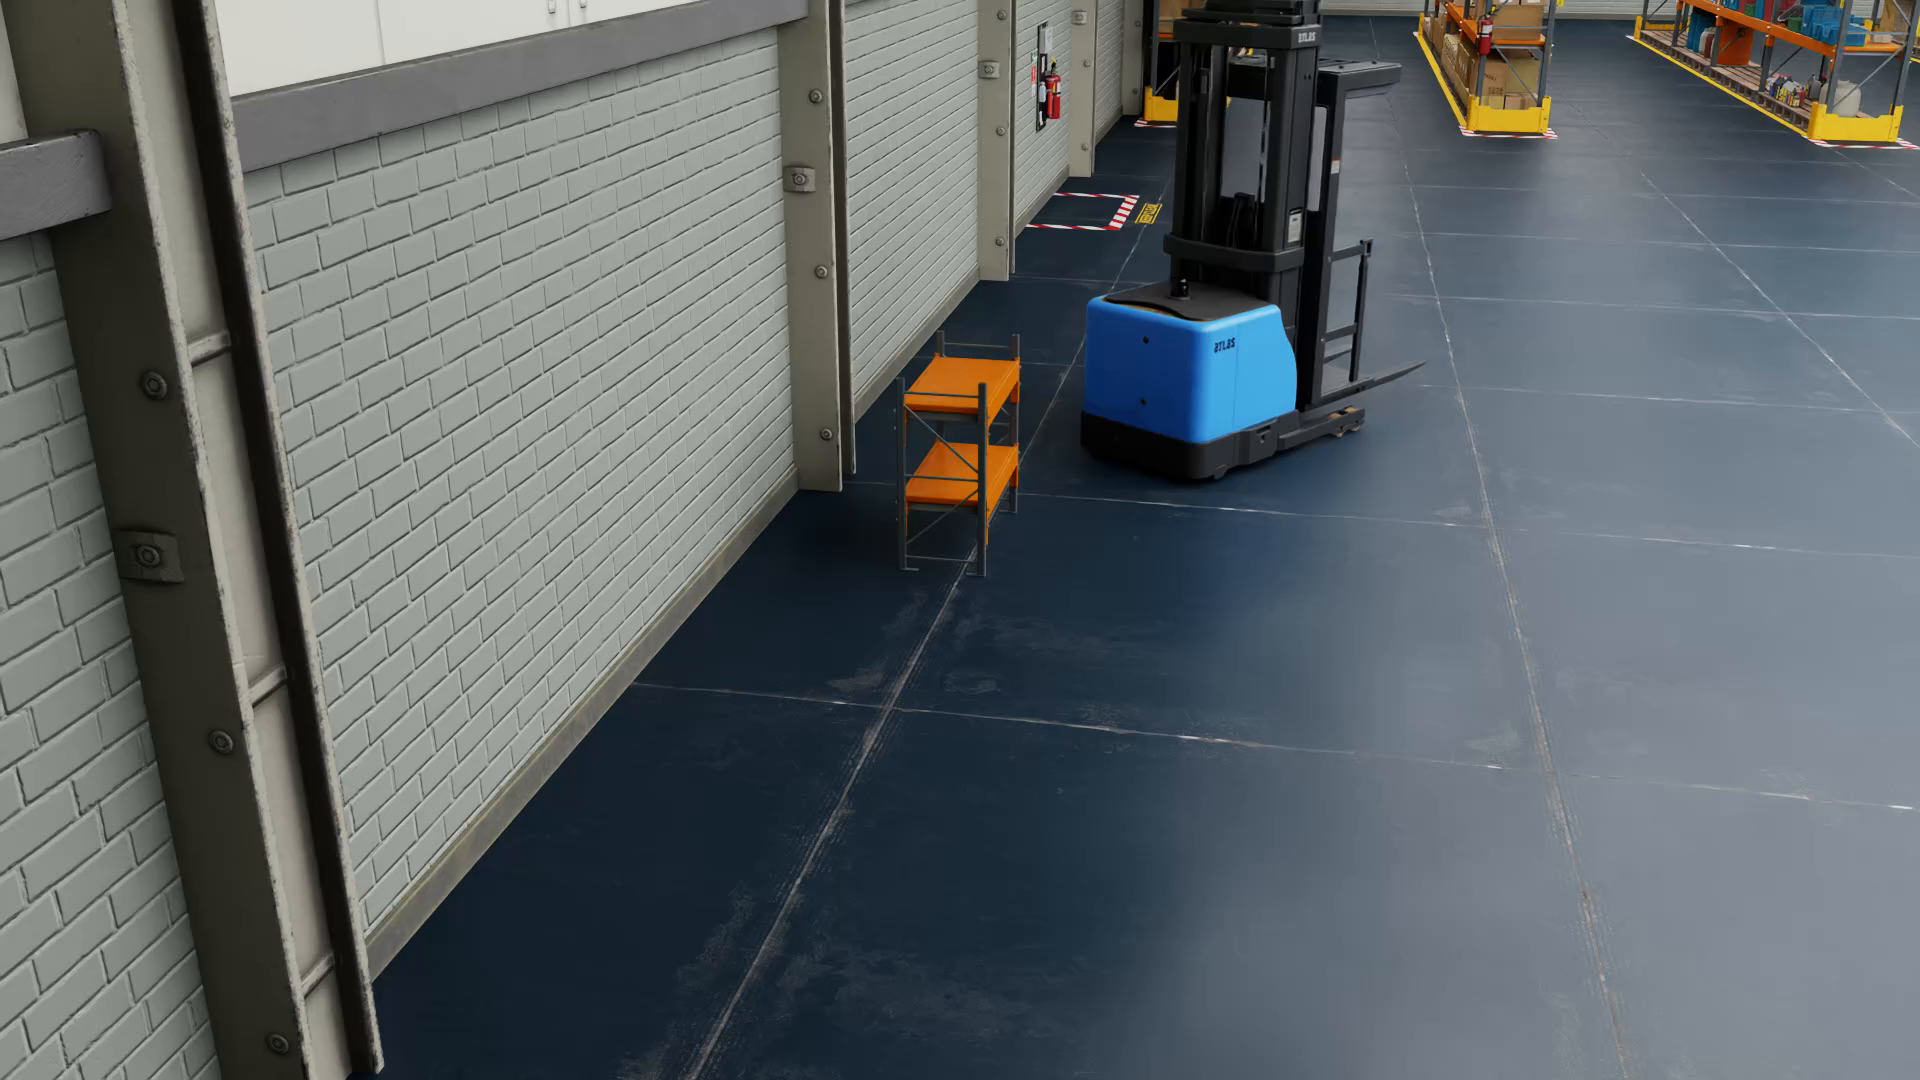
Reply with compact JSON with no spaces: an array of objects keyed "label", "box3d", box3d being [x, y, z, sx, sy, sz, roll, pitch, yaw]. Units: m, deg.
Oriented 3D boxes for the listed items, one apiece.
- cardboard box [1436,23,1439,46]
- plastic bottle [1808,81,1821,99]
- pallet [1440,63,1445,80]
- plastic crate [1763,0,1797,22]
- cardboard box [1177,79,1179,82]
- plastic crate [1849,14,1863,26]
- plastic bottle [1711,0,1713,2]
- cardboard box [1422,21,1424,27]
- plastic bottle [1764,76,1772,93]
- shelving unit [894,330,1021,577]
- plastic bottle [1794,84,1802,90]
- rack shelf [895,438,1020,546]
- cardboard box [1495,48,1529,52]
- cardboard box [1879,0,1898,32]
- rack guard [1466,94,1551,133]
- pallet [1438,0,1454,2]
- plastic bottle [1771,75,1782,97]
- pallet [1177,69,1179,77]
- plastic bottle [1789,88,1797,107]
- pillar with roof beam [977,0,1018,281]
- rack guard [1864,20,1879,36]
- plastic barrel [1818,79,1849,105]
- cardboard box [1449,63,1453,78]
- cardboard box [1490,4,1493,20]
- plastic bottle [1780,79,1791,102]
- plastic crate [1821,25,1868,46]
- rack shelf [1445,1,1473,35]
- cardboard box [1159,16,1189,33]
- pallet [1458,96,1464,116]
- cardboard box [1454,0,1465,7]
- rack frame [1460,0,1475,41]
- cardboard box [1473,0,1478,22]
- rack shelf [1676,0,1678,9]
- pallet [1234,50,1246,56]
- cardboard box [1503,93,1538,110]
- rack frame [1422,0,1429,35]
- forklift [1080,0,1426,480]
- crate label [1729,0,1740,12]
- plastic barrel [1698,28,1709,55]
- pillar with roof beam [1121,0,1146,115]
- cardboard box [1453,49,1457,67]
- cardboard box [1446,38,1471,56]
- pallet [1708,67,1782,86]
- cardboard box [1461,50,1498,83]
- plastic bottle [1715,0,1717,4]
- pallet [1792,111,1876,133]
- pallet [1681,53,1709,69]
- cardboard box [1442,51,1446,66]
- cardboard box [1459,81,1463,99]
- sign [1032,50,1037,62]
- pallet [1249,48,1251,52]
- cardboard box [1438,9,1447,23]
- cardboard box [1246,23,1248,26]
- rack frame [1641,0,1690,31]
[{"label":"cardboard box","box3d":[10.254,-10.565,34.829,0.500,0.500,0.500,5,22,12]},{"label":"plastic bottle","box3d":[13.976,-7.368,27.189,0.152,0.276,0.135,4,22,11]},{"label":"pallet","box3d":[9.776,-9.003,31.925,1.003,0.211,1.213,4,22,11]},{"label":"plastic crate","box3d":[13.814,-8.983,28.056,0.402,0.464,0.583,4,22,11]},{"label":"cardboard box","box3d":[3.845,-7.456,27.363,0.500,0.311,0.500,6,23,15]},{"label":"plastic crate","box3d":[14.055,-8.258,26.542,0.499,0.251,0.616,4,22,11]},{"label":"plastic bottle","box3d":[14.644,-10.536,32.264,0.097,0.201,0.097,0,22,0]},{"label":"cardboard box","box3d":[11.142,-12.192,39.314,0.380,0.166,0.250,4,22,11]},{"label":"plastic bottle","box3d":[13.520,-7.608,27.792,0.097,0.271,0.097,0,22,0]},{"label":"shelving unit","box3d":[0.001,-0.524,9.650,0.538,1.125,1.048,4,22,11]},{"label":"plastic bottle","box3d":[13.469,-7.203,26.780,0.152,0.276,0.135,4,22,11]},{"label":"rack shelf","box3d":[0.001,-0.297,9.741,0.538,0.278,1.000,4,22,11]},{"label":"cardboard box","box3d":[9.074,-7.847,27.438,0.500,0.500,0.500,4,22,11]},{"label":"cardboard box","box3d":[21.260,-11.733,37.252,0.875,0.875,0.875,4,22,11]},{"label":"rack guard","box3d":[8.345,-6.500,25.324,1.175,0.500,0.348,4,22,11]},{"label":"pallet","box3d":[10.052,-10.759,32.809,1.213,0.211,1.003,4,22,11]},{"label":"plastic bottle","box3d":[13.444,-7.464,27.329,0.144,0.351,0.185,5,22,12]},{"label":"pallet","box3d":[4.473,-8.499,30.674,1.003,0.211,1.213,4,22,11]},{"label":"plastic bottle","box3d":[13.150,-6.983,26.224,0.061,0.283,0.133,5,22,12]},{"label":"pillar with roof beam","box3d":[4.562,-6.433,13.780,9.100,9.000,0.400,4,22,11]},{"label":"rack guard","box3d":[21.317,-11.613,38.019,1.175,0.500,0.348,4,22,11]},{"label":"plastic barrel","box3d":[13.360,-6.760,25.392,0.421,0.512,0.421,0,22,0]},{"label":"cardboard box","box3d":[9.072,-8.409,29.837,0.500,0.250,0.500,4,22,10]},{"label":"cardboard box","box3d":[8.560,-8.077,25.760,0.700,0.500,0.500,5,22,12]},{"label":"plastic bottle","box3d":[13.318,-7.240,26.771,0.144,0.351,0.185,4,22,10]},{"label":"plastic crate","box3d":[13.008,-7.426,24.477,0.499,0.251,0.616,4,22,11]},{"label":"rack shelf","box3d":[9.574,-9.529,30.462,1.077,0.370,4.000,4,22,11]},{"label":"cardboard box","box3d":[3.405,-8.170,26.299,0.500,0.250,0.500,5,22,12]},{"label":"pallet","box3d":[8.716,-7.103,27.207,1.003,0.211,1.213,4,22,11]},{"label":"cardboard box","box3d":[9.610,-10.241,31.385,0.500,0.311,0.500,4,22,10]},{"label":"rack frame","box3d":[9.166,-9.131,28.512,1.000,3.000,0.127,4,22,11]},{"label":"cardboard box","box3d":[9.082,-9.015,28.089,0.700,0.500,0.500,4,22,10]},{"label":"rack shelf","box3d":[16.055,-12.076,36.786,1.077,0.370,4.000,4,22,11]},{"label":"pallet","box3d":[5.367,-9.960,34.301,1.003,0.211,1.213,4,22,11]},{"label":"cardboard box","box3d":[8.677,-6.767,25.759,0.500,0.250,0.500,4,22,11]},{"label":"rack frame","box3d":[11.615,-13.520,39.409,1.000,3.000,0.127,4,22,11]},{"label":"forklift","box3d":[2.222,-2.201,11.395,3.031,2.935,1.130,-20,29,-40]},{"label":"crate label","box3d":[14.363,-9.889,30.345,0.502,0.435,0.616,4,22,11]},{"label":"plastic barrel","box3d":[15.172,-10.063,33.592,0.421,0.512,0.421,0,22,0]},{"label":"pillar with roof beam","box3d":[7.010,-10.821,24.677,9.100,9.000,0.400,4,22,11]},{"label":"cardboard box","box3d":[8.968,-8.481,29.264,0.500,0.311,0.500,4,22,11]},{"label":"cardboard box","box3d":[9.383,-9.226,31.113,0.500,0.311,0.500,4,22,9]},{"label":"pallet","box3d":[14.635,-8.642,31.028,1.003,0.211,1.213,4,22,11]},{"label":"cardboard box","box3d":[8.461,-7.704,27.082,0.500,0.500,0.500,4,22,11]},{"label":"plastic bottle","box3d":[14.543,-10.426,31.882,0.061,0.283,0.133,4,22,11]},{"label":"pallet","box3d":[13.339,-6.324,25.274,1.003,0.211,1.213,4,22,11]},{"label":"pallet","box3d":[15.202,-9.658,33.552,1.003,0.211,1.213,4,22,11]},{"label":"cardboard box","box3d":[9.486,-9.161,31.703,0.500,0.250,0.500,4,22,9]},{"label":"cardboard box","box3d":[8.465,-7.356,27.222,0.500,0.250,0.500,4,22,11]},{"label":"sign","box3d":[0.826,-5.341,18.342,0.001,0.109,0.331,4,22,11]},{"label":"pallet","box3d":[5.865,-10.852,36.517,1.003,0.211,1.213,4,22,11]},{"label":"cardboard box","box3d":[10.257,-10.926,34.720,0.500,0.250,0.500,5,22,11]},{"label":"cardboard box","box3d":[5.765,-11.058,35.611,0.750,0.750,0.750,5,23,13]},{"label":"rack frame","box3d":[16.463,-13.141,38.468,1.000,3.000,0.127,4,22,11]}]
